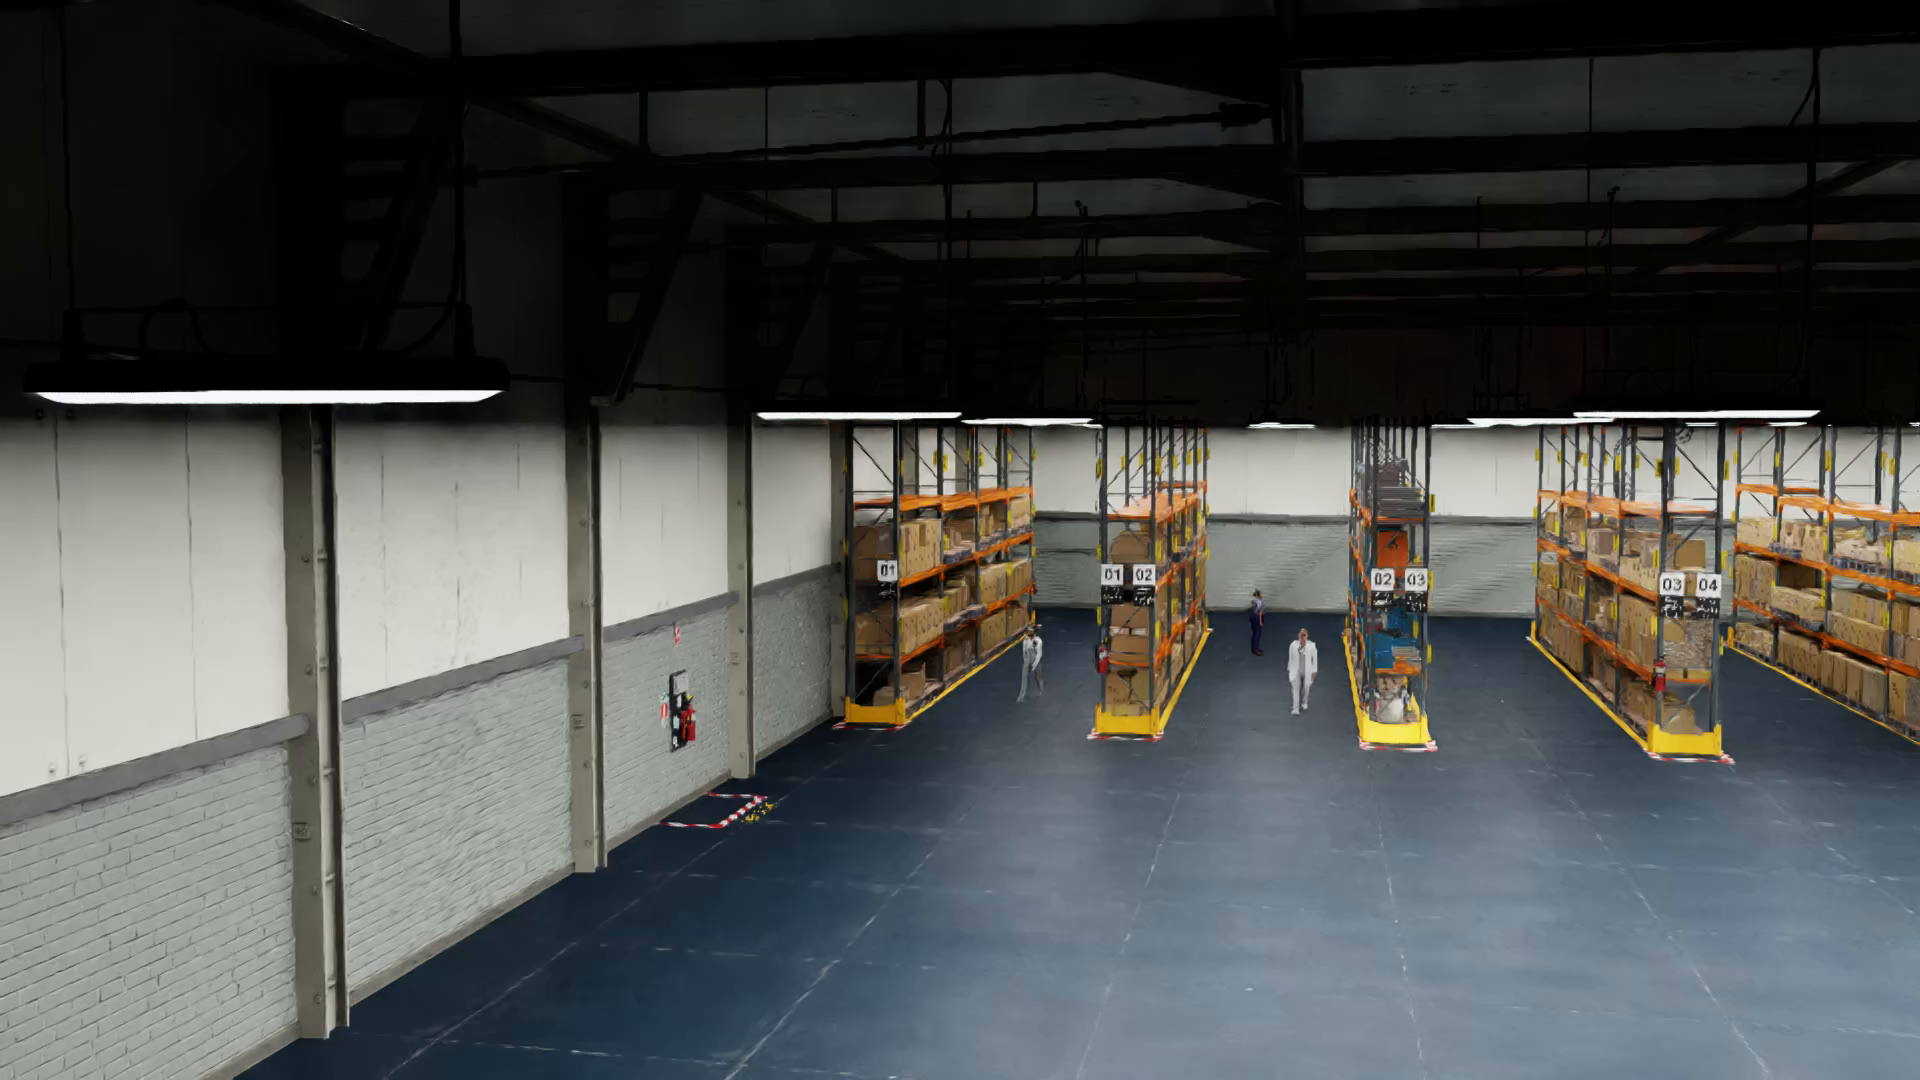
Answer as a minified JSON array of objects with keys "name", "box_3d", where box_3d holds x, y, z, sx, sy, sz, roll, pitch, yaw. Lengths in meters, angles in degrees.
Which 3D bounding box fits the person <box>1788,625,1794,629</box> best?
[{"name":"person","box_3d":[22.761,1.864,45.161,0.605,1.714,0.579,-2,4,-30]}]

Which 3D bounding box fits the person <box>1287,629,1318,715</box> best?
[{"name":"person","box_3d":[6.892,2.627,33.455,0.588,1.700,1.193,1,4,9]}]

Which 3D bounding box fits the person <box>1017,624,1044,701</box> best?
[{"name":"person","box_3d":[1.528,2.561,35.089,0.482,1.616,0.997,1,4,21]}]

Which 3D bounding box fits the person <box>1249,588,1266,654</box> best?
[{"name":"person","box_3d":[7.608,2.057,42.471,0.380,1.652,0.608,-1,4,-8]}]
